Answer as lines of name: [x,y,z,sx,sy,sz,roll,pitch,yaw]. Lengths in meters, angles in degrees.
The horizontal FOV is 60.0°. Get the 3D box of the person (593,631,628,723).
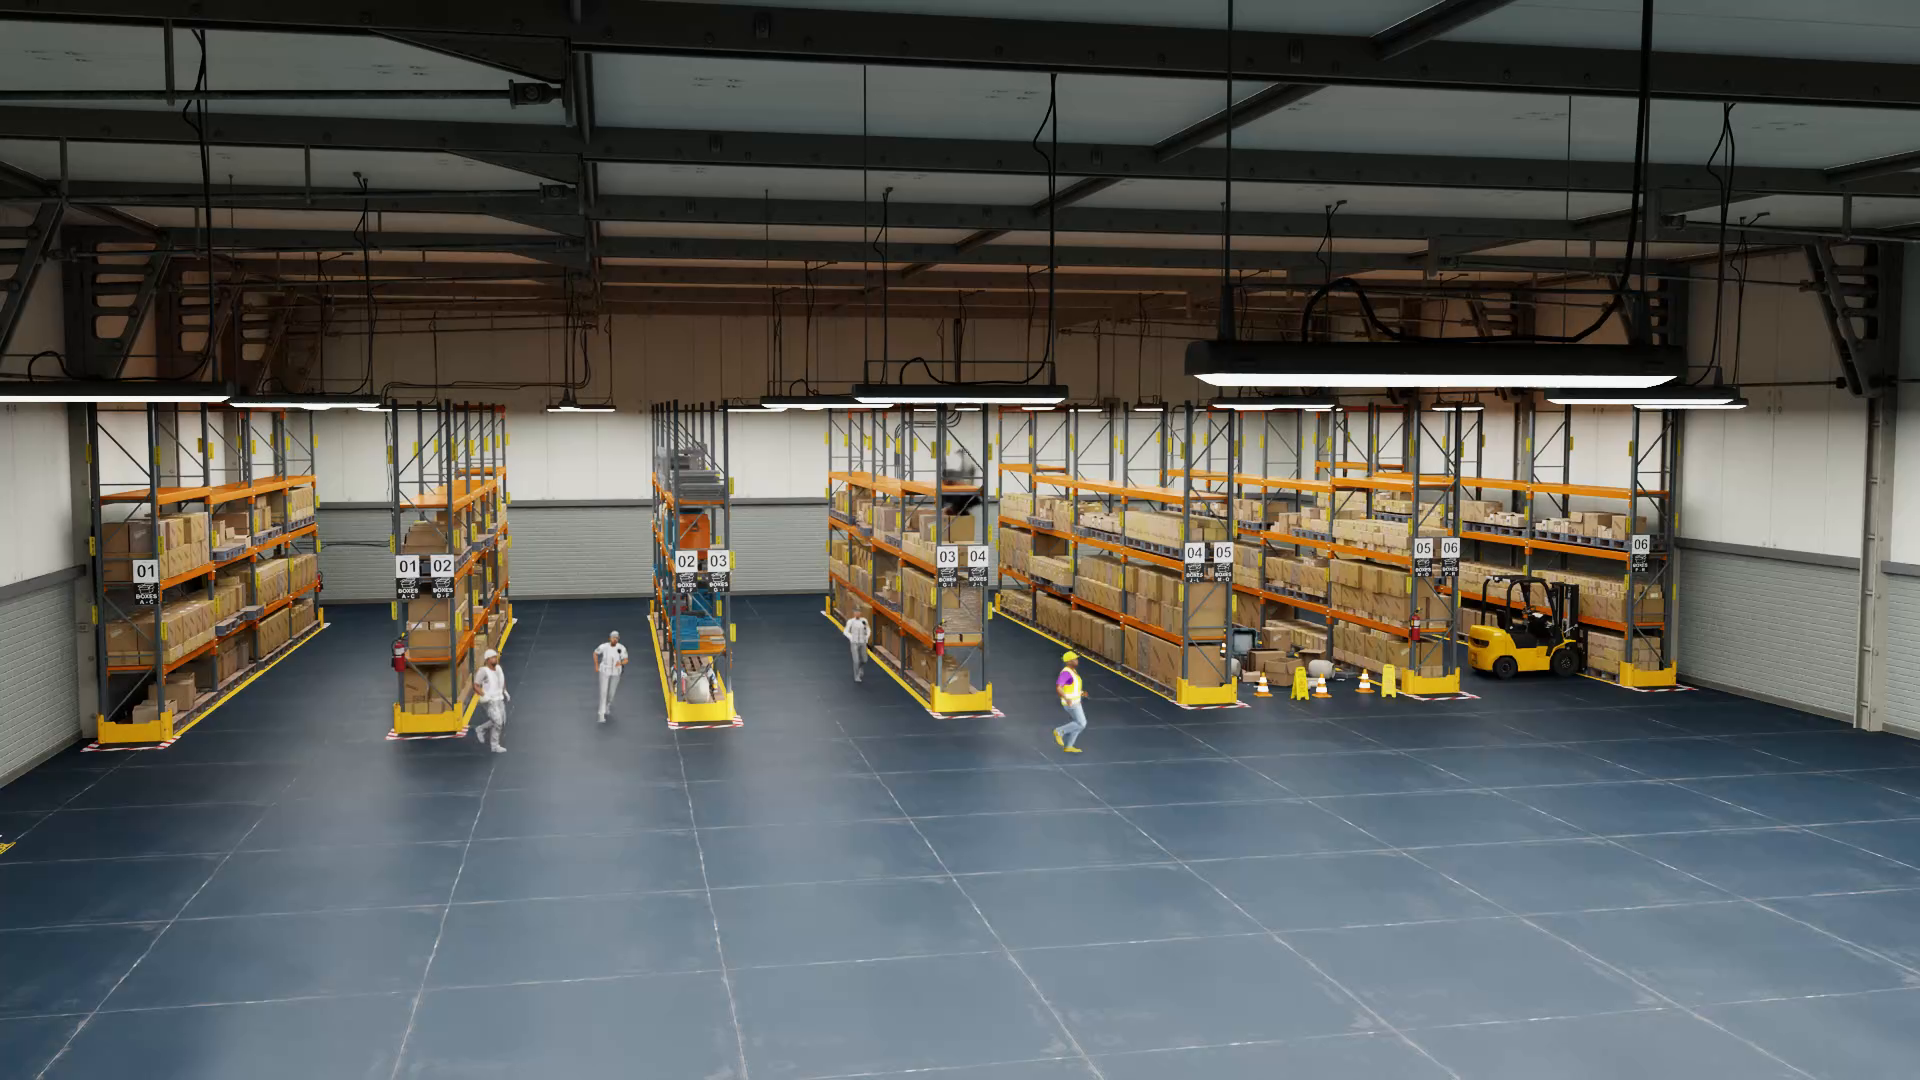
person: [-6.569,2.544,31.350,0.630,1.674,0.889,-2,5,-21]

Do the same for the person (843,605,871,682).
person: [-2.184,2.209,35.661,0.611,1.649,0.569,-1,4,-15]

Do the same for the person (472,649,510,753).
person: [-8.003,2.721,28.254,0.701,1.740,0.720,2,5,21]

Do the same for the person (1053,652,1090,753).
person: [1.887,2.745,28.156,0.583,1.717,0.703,1,4,15]
